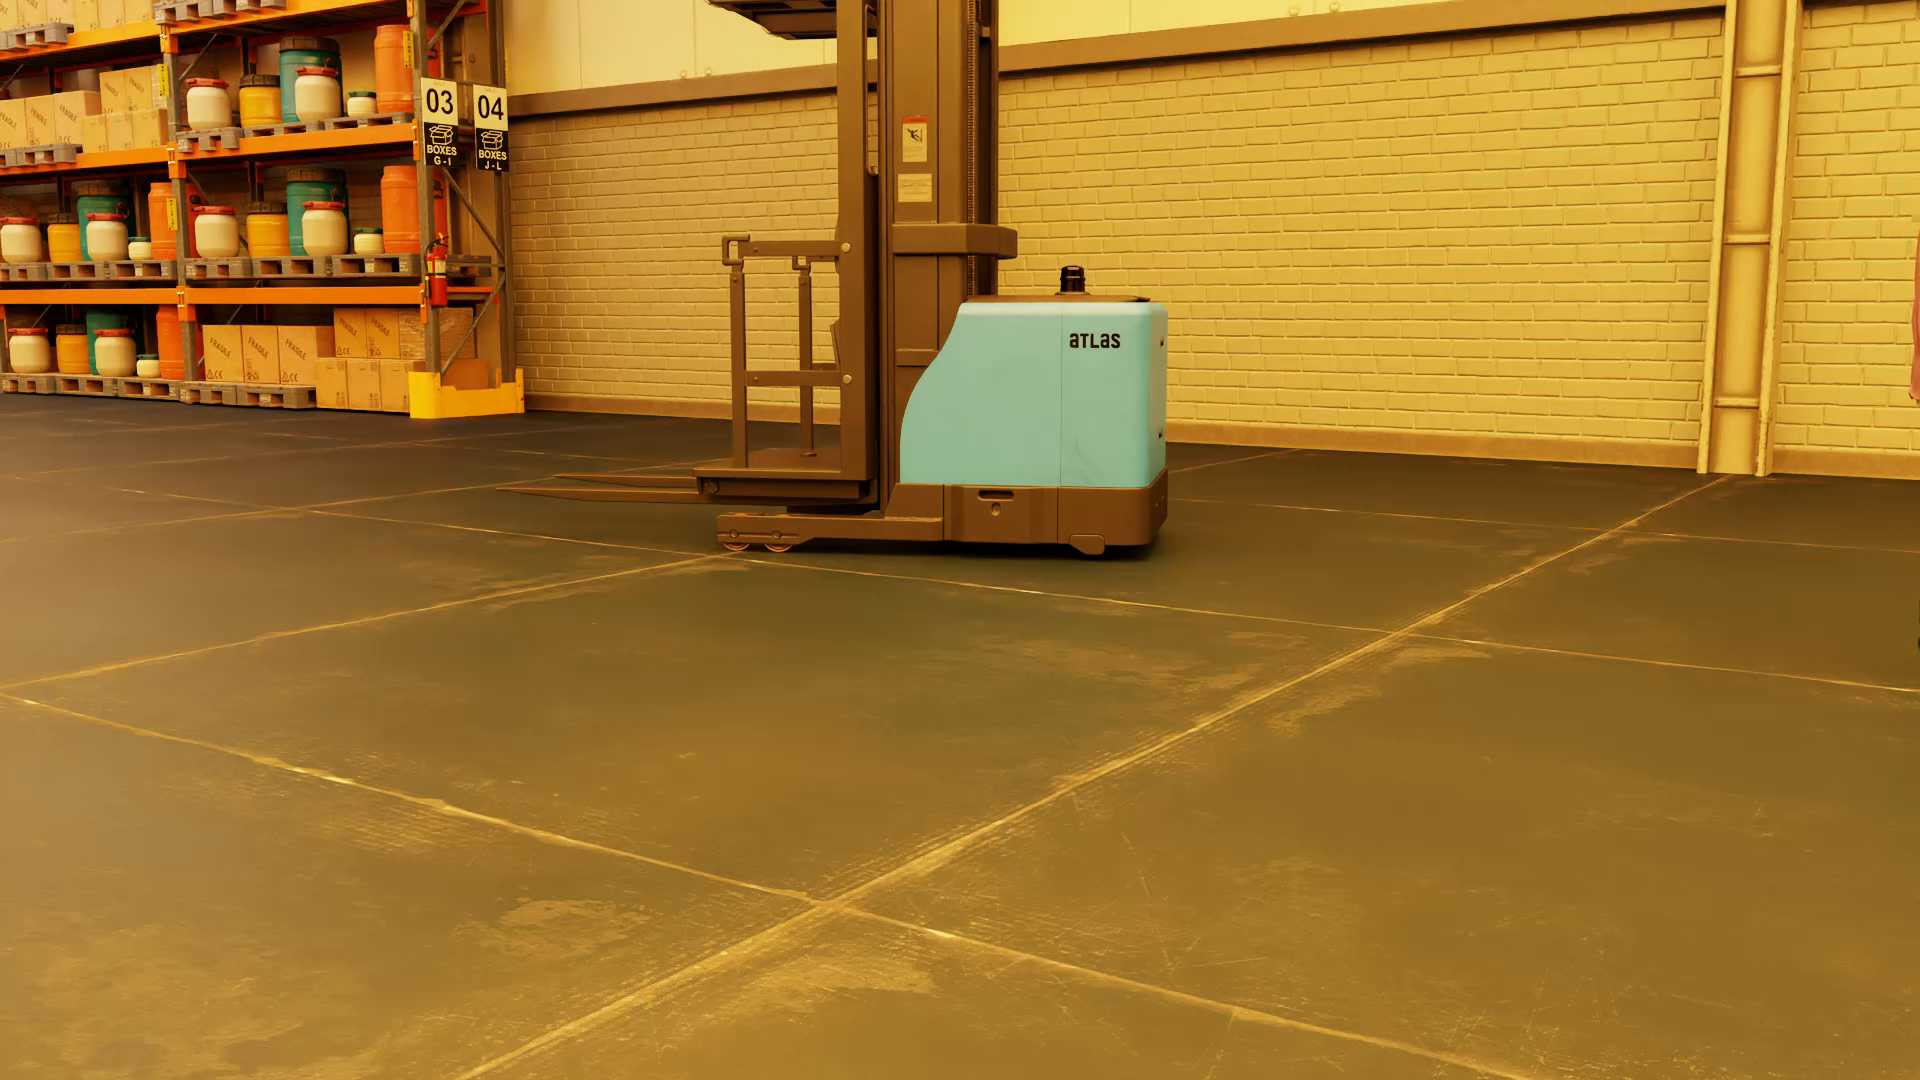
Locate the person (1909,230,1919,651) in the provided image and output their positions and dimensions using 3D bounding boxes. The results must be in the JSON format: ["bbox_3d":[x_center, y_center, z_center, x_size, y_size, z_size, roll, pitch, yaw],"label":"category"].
[{"bbox_3d":[2.914,-0.394,4.651,0.472,1.600,0.520,4,9,24],"label":"person"}]

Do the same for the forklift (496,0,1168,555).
[{"bbox_3d":[-0.596,-1.469,7.520,3.031,2.935,1.130,2,8,12],"label":"forklift"}]
